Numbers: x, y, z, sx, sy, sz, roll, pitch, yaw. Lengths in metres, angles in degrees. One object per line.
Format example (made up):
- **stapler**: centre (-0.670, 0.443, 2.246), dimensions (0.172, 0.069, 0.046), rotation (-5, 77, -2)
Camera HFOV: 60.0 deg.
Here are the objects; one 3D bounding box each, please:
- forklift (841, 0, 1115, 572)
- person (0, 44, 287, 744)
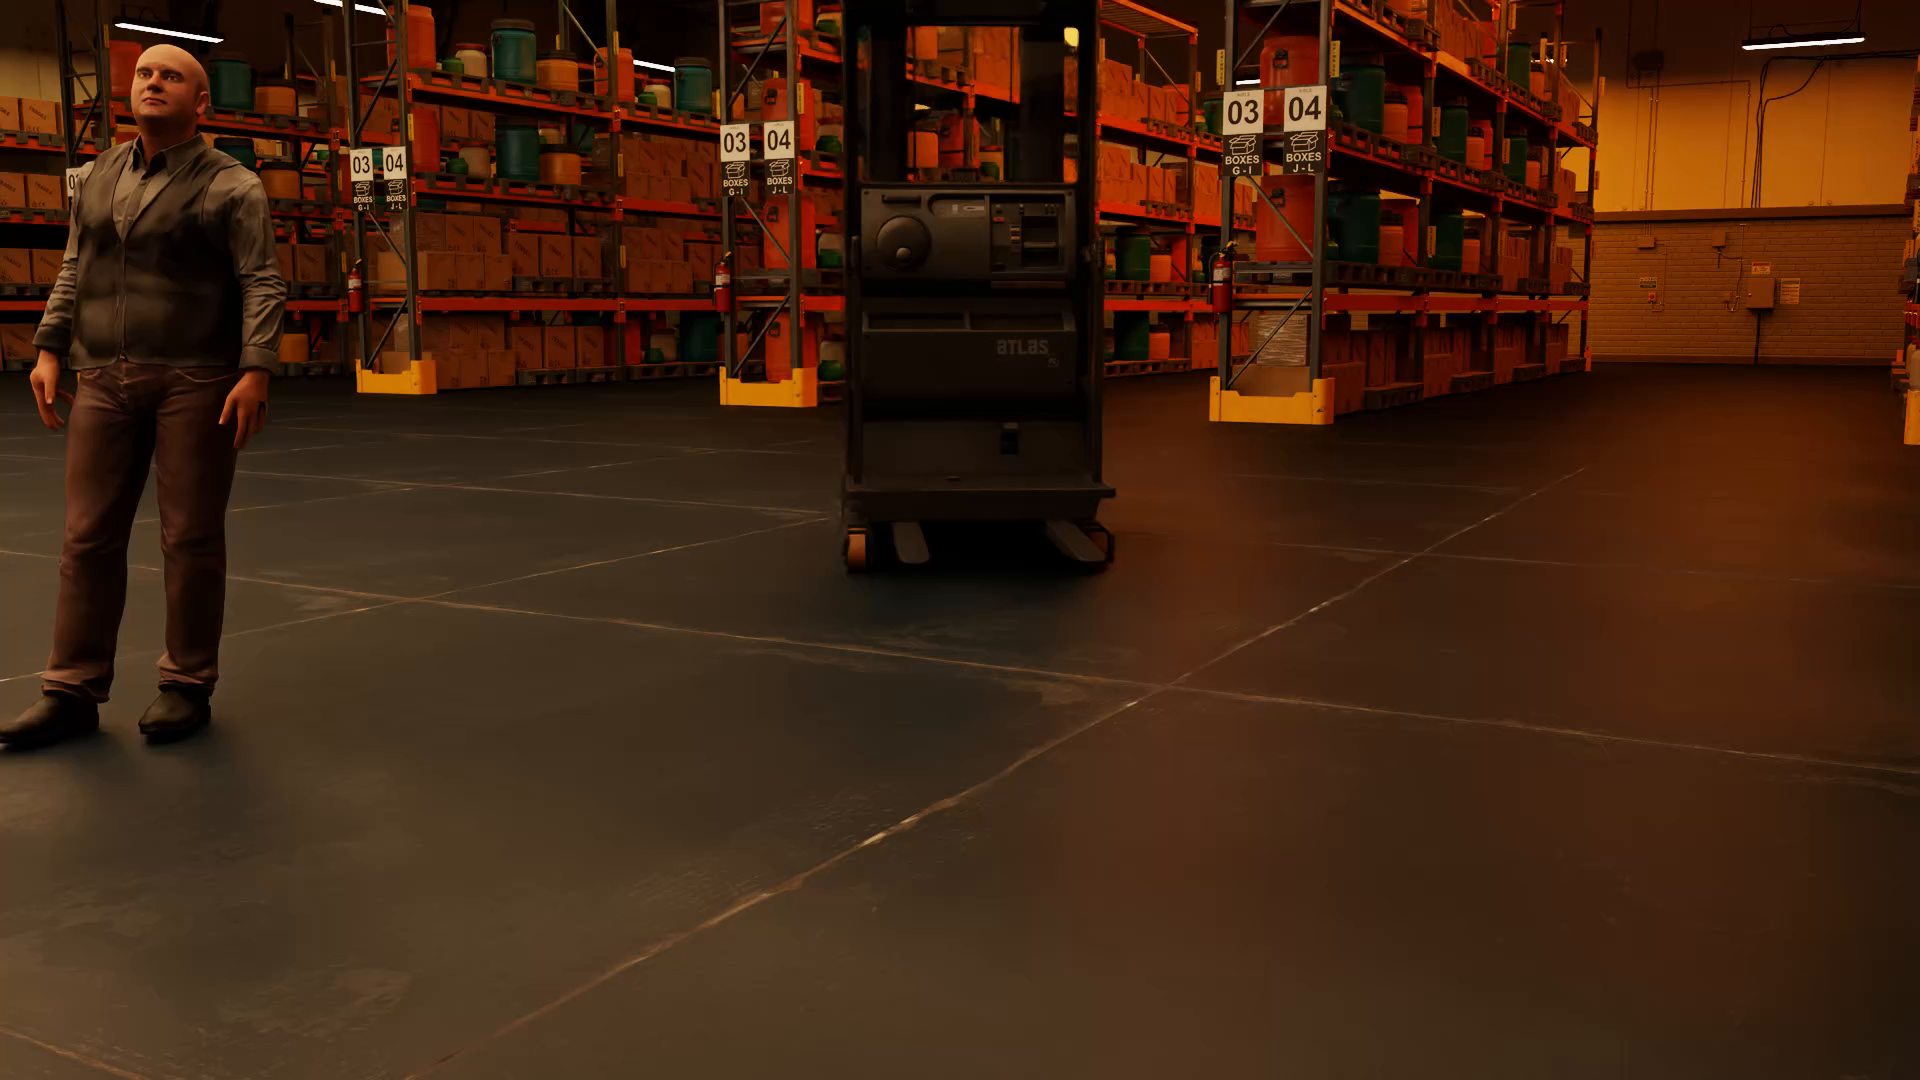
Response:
- **forklift**: centre (0.054, -1.364, 6.975), dimensions (1.130, 2.935, 3.031), rotation (-1, 8, -4)
- **person**: centre (-2.050, -0.375, 4.181), dimensions (0.631, 1.720, 0.568), rotation (1, 8, 5)
